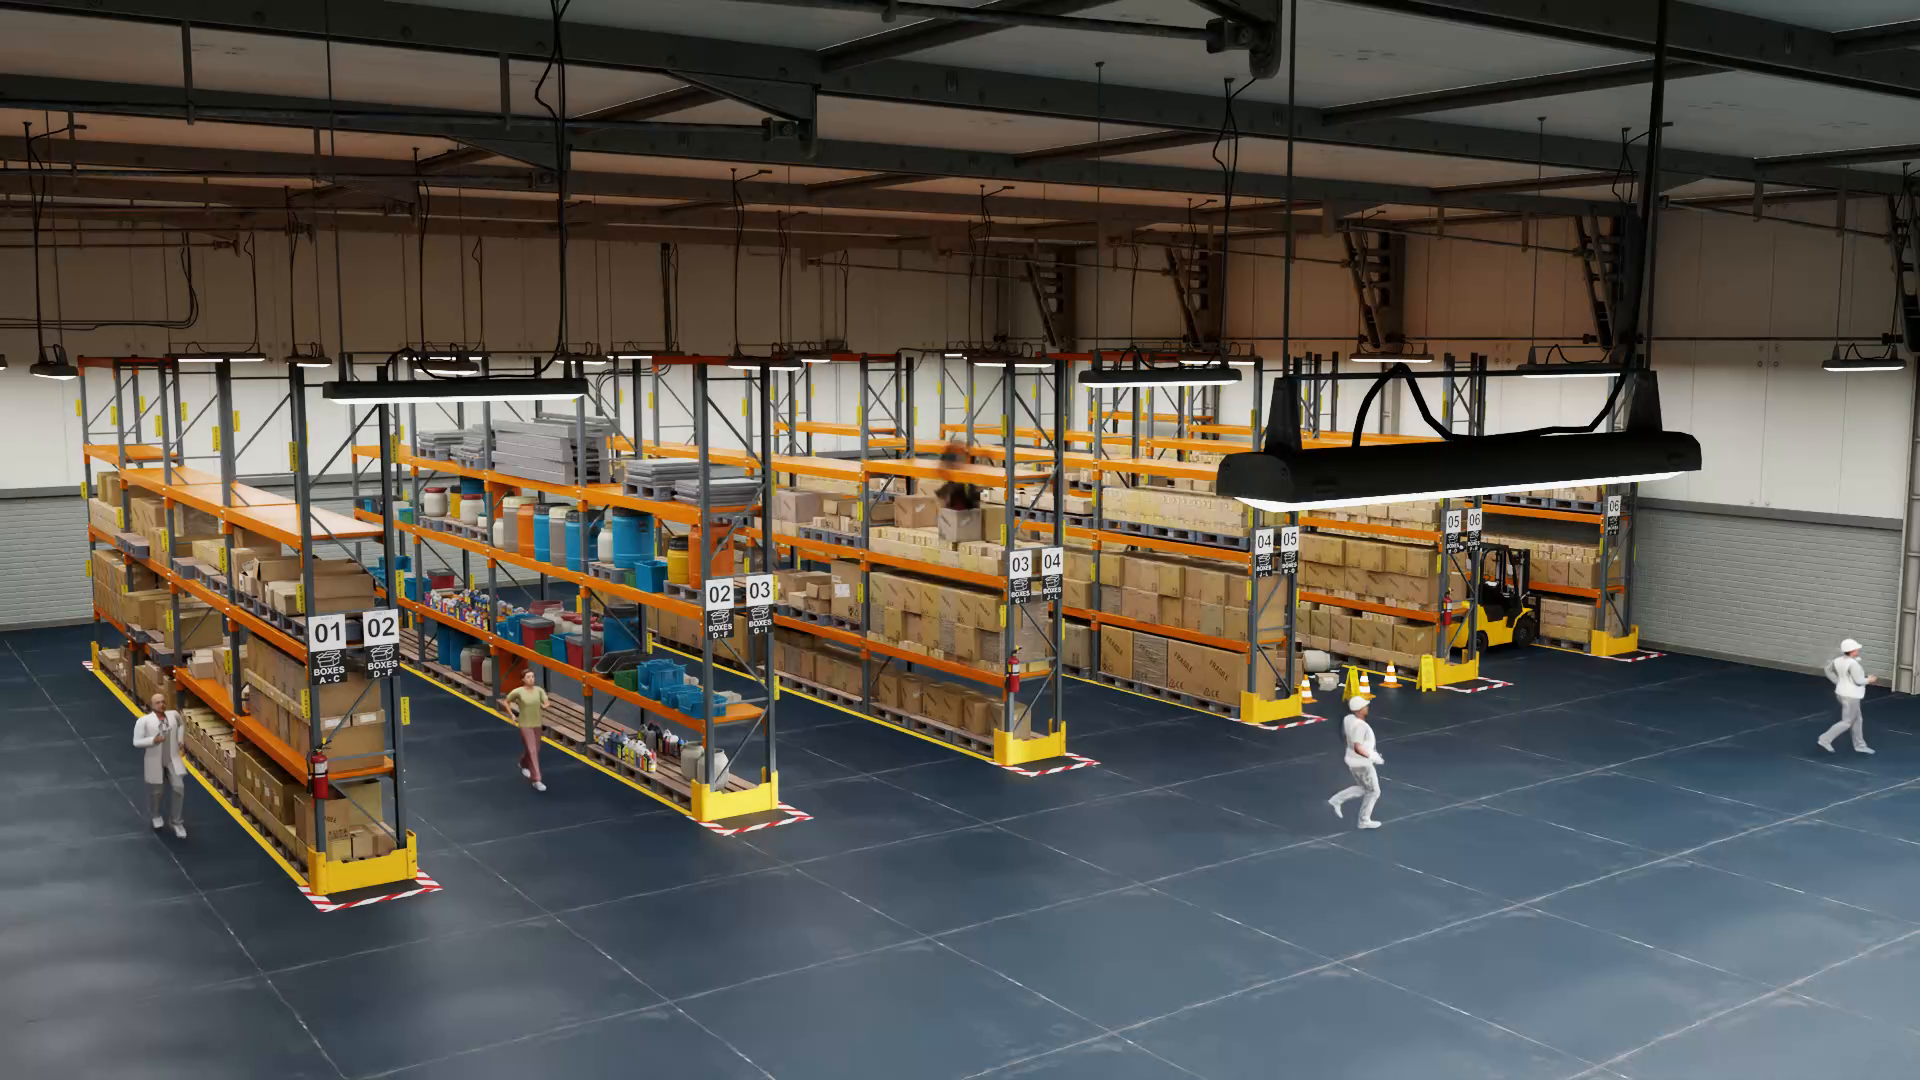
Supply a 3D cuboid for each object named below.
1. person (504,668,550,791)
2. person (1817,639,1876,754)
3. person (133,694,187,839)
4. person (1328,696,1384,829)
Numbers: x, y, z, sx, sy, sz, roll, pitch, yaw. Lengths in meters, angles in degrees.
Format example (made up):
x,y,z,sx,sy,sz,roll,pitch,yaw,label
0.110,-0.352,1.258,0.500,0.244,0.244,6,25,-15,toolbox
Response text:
x,y,z,sx,sy,sz,roll,pitch,yaw,label
-6.071,2.657,23.500,0.573,1.614,0.964,-6,9,-41,person
13.465,2.373,25.169,0.906,1.766,0.661,1,7,4,person
-10.196,2.866,21.259,0.685,1.831,0.832,-6,9,-40,person
5.110,2.842,21.476,0.644,1.673,0.685,0,7,-2,person
